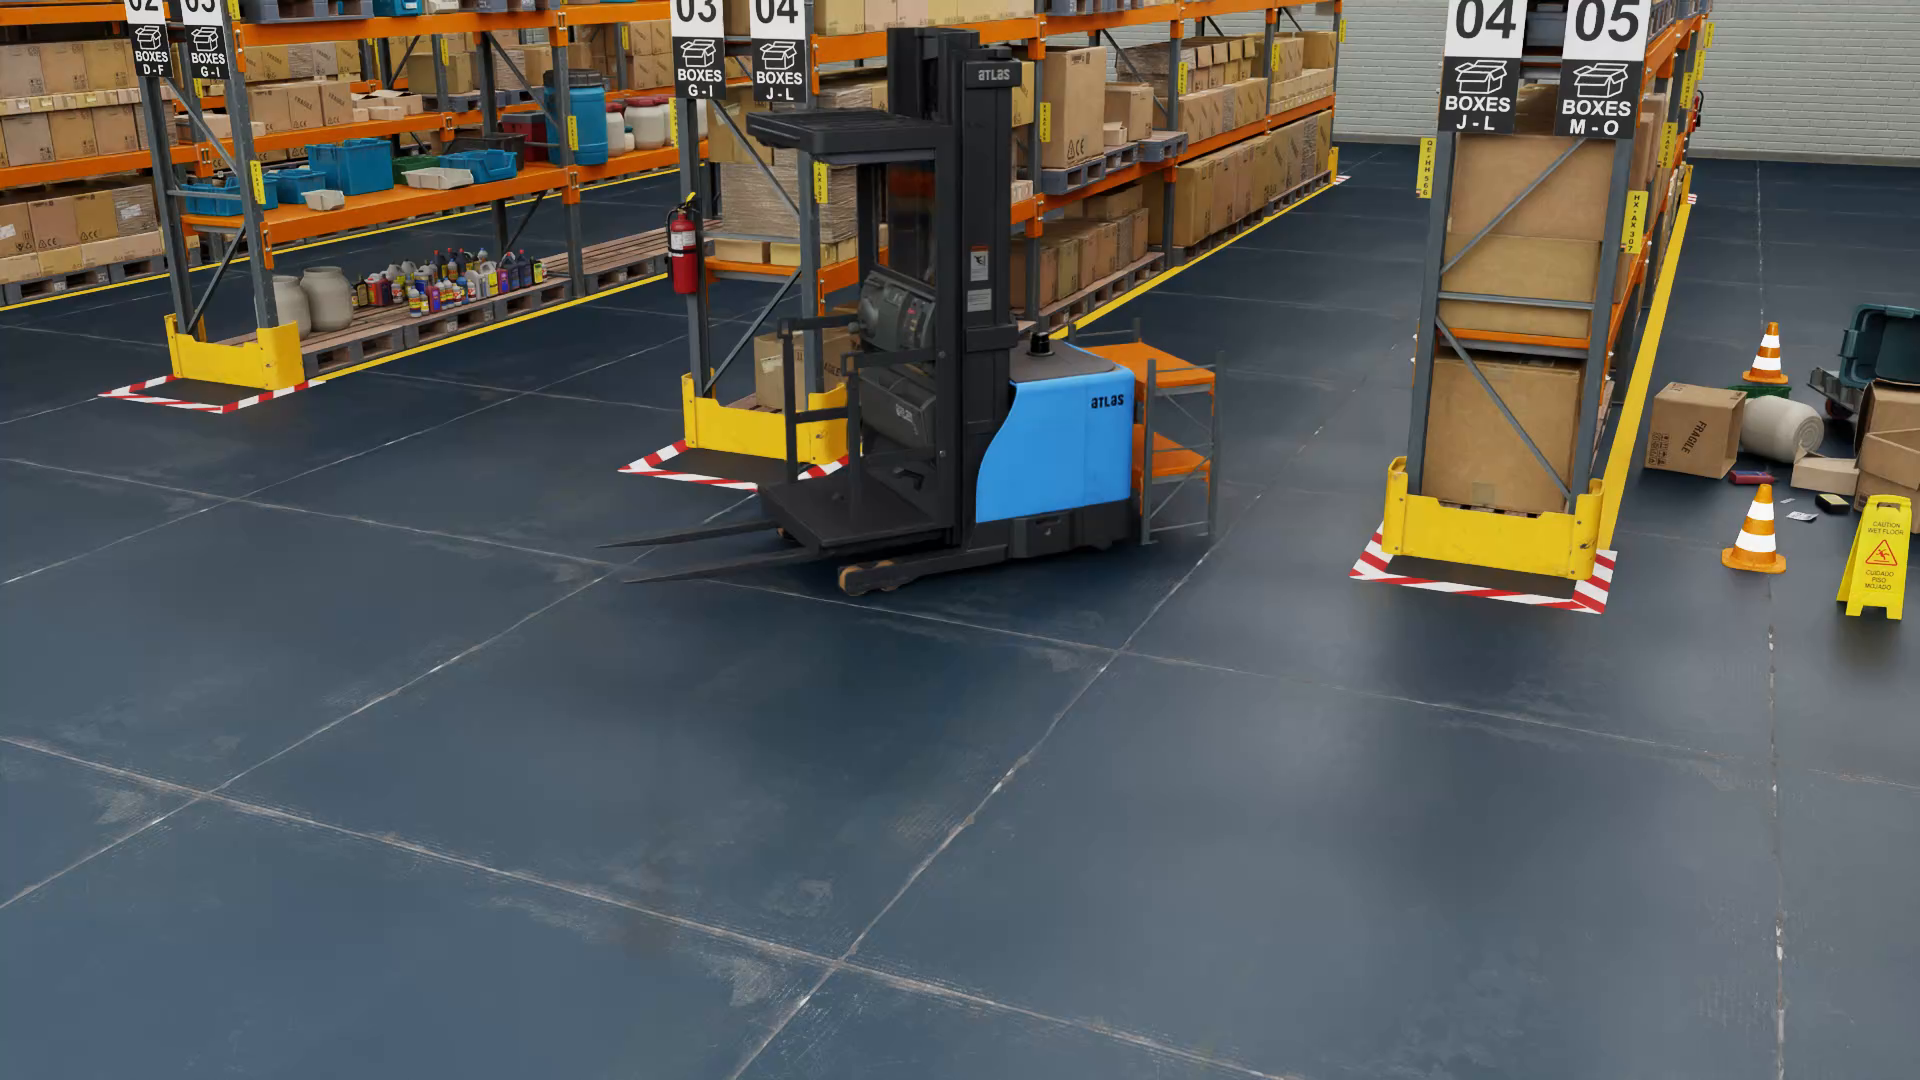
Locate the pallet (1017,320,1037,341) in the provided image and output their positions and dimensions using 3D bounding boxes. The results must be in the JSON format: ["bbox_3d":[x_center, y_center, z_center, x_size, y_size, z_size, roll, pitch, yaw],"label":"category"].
[{"bbox_3d":[-0.014,-1.730,14.519,1.003,0.211,1.213,9,21,23],"label":"pallet"}]

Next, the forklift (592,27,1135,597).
[{"bbox_3d":[-0.538,-1.271,9.167,3.031,2.935,1.130,-9,22,-24],"label":"forklift"}]

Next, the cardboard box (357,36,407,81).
[{"bbox_3d":[-9.815,-8.044,27.662,0.980,0.700,0.700,9,21,24],"label":"cardboard box"}]

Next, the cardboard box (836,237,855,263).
[{"bbox_3d":[-0.955,-2.041,11.607,0.380,0.149,0.250,9,21,23],"label":"cardboard box"}]

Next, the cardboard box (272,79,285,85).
[{"bbox_3d":[-10.611,-7.026,25.593,0.380,0.149,0.250,9,22,24],"label":"cardboard box"}]

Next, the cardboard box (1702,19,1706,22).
[{"bbox_3d":[9.666,-6.695,22.234,0.500,0.500,0.500,8,21,22],"label":"cardboard box"}]

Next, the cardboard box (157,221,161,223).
[{"bbox_3d":[-9.273,-3.417,18.577,0.500,0.250,0.500,9,21,23],"label":"cardboard box"}]

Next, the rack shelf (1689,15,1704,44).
[{"bbox_3d":[7.170,-5.451,17.418,1.077,0.370,4.000,9,21,23],"label":"rack shelf"}]

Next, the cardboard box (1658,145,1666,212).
[{"bbox_3d":[5.587,-3.021,13.837,0.500,0.500,0.500,8,21,22],"label":"cardboard box"}]

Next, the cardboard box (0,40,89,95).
[{"bbox_3d":[-9.394,-4.829,16.985,0.700,0.500,0.500,9,21,23],"label":"cardboard box"}]

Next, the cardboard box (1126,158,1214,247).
[{"bbox_3d":[2.169,-3.882,18.952,1.225,0.875,0.875,8,21,20],"label":"cardboard box"}]

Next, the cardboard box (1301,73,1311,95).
[{"bbox_3d":[4.561,-6.337,23.091,0.500,0.250,0.500,9,21,23],"label":"cardboard box"}]

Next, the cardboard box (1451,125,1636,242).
[{"bbox_3d":[3.262,-2.008,9.302,0.875,0.550,0.550,9,21,23],"label":"cardboard box"}]

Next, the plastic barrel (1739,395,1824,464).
[{"bbox_3d":[5.648,-0.772,11.507,0.421,0.421,0.512,-9,22,-24],"label":"plastic barrel"}]

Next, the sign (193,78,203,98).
[{"bbox_3d":[-8.300,-4.984,18.097,0.100,0.325,0.005,9,21,23],"label":"sign"}]

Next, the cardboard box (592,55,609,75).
[{"bbox_3d":[-5.560,-7.295,25.857,0.500,0.500,0.500,9,21,24],"label":"cardboard box"}]

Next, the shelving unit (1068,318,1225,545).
[{"bbox_3d":[1.112,-0.694,10.241,0.538,1.125,1.048,-8,21,-22],"label":"shelving unit"}]

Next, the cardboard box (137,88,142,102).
[{"bbox_3d":[-8.826,-4.780,17.814,0.380,0.149,0.250,8,21,22],"label":"cardboard box"}]

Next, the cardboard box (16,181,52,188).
[{"bbox_3d":[-12.630,-4.865,22.247,0.700,0.500,0.500,9,21,23],"label":"cardboard box"}]

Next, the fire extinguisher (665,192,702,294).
[{"bbox_3d":[-1.876,-2.023,11.297,0.296,0.674,0.183,9,21,23],"label":"fire extinguisher"}]

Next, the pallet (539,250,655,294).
[{"bbox_3d":[-4.003,-2.865,17.711,1.003,0.211,1.213,9,21,23],"label":"pallet"}]

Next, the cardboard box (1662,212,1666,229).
[{"bbox_3d":[6.854,-3.317,16.803,0.500,0.250,0.500,8,21,20],"label":"cardboard box"}]

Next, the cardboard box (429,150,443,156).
[{"bbox_3d":[-7.000,-5.185,23.146,0.500,0.500,0.500,9,22,25],"label":"cardboard box"}]

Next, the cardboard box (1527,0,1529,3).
[{"bbox_3d":[2.902,-3.008,9.073,0.380,0.149,0.250,9,21,23],"label":"cardboard box"}]

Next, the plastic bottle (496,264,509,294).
[{"bbox_3d":[-4.398,-2.511,15.949,0.061,0.283,0.133,10,22,26],"label":"plastic bottle"}]

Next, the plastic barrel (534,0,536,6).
[{"bbox_3d":[-4.279,-5.769,16.488,0.600,0.901,0.708,9,21,23],"label":"plastic barrel"}]

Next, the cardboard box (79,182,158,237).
[{"bbox_3d":[-9.013,-3.547,17.825,0.500,0.500,0.500,9,21,23],"label":"cardboard box"}]

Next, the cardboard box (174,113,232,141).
[{"bbox_3d":[-8.645,-4.700,18.933,0.500,0.250,0.500,10,22,26],"label":"cardboard box"}]

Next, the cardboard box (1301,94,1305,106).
[{"bbox_3d":[4.567,-6.103,23.028,0.380,0.149,0.250,8,21,21],"label":"cardboard box"}]

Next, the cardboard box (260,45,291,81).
[{"bbox_3d":[-10.624,-7.297,25.387,0.500,0.500,0.500,9,22,24],"label":"cardboard box"}]

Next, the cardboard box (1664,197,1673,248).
[{"bbox_3d":[7.705,-3.591,18.693,0.500,0.500,0.500,8,21,21],"label":"cardboard box"}]

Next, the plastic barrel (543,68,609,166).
[{"bbox_3d":[-3.855,-4.247,16.685,0.600,0.901,0.708,9,21,23],"label":"plastic barrel"}]

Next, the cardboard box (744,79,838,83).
[{"bbox_3d":[-1.210,-3.046,11.970,0.500,0.500,0.500,9,21,23],"label":"cardboard box"}]

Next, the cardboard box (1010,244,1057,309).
[{"bbox_3d":[0.500,-2.469,15.507,0.700,0.500,0.500,7,21,19],"label":"cardboard box"}]

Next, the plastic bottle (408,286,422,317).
[{"bbox_3d":[-4.901,-2.144,14.937,0.097,0.271,0.097,0,20,0],"label":"plastic bottle"}]

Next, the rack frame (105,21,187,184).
[{"bbox_3d":[-11.690,-6.516,23.814,1.000,3.000,0.127,9,21,23],"label":"rack frame"}]

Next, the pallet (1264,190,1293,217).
[{"bbox_3d":[3.888,-4.608,22.610,1.003,0.211,1.213,9,21,23],"label":"pallet"}]

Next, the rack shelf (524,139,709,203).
[{"bbox_3d":[-3.471,-4.206,18.393,1.077,0.370,4.000,9,21,23],"label":"rack shelf"}]

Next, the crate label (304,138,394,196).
[{"bbox_3d":[-5.421,-3.328,14.796,0.502,0.435,0.616,9,21,23],"label":"crate label"}]

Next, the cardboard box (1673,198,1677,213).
[{"bbox_3d":[8.429,-4.050,20.064,0.380,0.149,0.250,10,22,25],"label":"cardboard box"}]

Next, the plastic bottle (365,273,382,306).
[{"bbox_3d":[-5.447,-2.330,15.452,0.152,0.276,0.135,9,21,23],"label":"plastic bottle"}]

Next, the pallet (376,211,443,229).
[{"bbox_3d":[-7.542,-4.277,21.681,1.003,0.211,1.213,9,21,23],"label":"pallet"}]

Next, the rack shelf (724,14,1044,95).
[{"bbox_3d":[-0.590,-3.717,12.542,1.077,0.370,4.000,9,21,23],"label":"rack shelf"}]

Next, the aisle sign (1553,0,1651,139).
[{"bbox_3d":[3.320,-2.482,8.592,0.394,0.787,0.004,9,21,23],"label":"aisle sign"}]

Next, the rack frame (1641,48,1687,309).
[{"bbox_3d":[6.351,-3.766,16.081,1.000,3.000,0.127,9,21,23],"label":"rack frame"}]

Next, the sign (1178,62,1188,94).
[{"bbox_3d":[2.366,-4.914,17.699,0.100,0.325,0.005,9,21,23],"label":"sign"}]

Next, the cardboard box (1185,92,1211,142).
[{"bbox_3d":[2.523,-4.793,18.821,0.500,0.500,0.500,8,21,21],"label":"cardboard box"}]

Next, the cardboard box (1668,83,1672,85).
[{"bbox_3d":[7.574,-4.883,18.082,0.380,0.149,0.250,8,21,21],"label":"cardboard box"}]

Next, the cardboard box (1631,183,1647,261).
[{"bbox_3d":[4.368,-2.328,11.814,0.875,0.550,0.550,9,21,23],"label":"cardboard box"}]

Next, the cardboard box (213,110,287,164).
[{"bbox_3d":[-10.904,-6.175,25.436,0.750,0.750,0.750,8,21,22],"label":"cardboard box"}]

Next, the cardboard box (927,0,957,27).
[{"bbox_3d":[-0.355,-3.955,12.361,0.500,0.250,0.500,9,22,24],"label":"cardboard box"}]

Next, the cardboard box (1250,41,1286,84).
[{"bbox_3d":[3.934,-6.234,21.682,0.500,0.500,0.500,9,21,23],"label":"cardboard box"}]

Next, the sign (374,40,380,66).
[{"bbox_3d":[-7.668,-6.417,21.927,0.100,0.325,0.005,9,21,23],"label":"sign"}]
